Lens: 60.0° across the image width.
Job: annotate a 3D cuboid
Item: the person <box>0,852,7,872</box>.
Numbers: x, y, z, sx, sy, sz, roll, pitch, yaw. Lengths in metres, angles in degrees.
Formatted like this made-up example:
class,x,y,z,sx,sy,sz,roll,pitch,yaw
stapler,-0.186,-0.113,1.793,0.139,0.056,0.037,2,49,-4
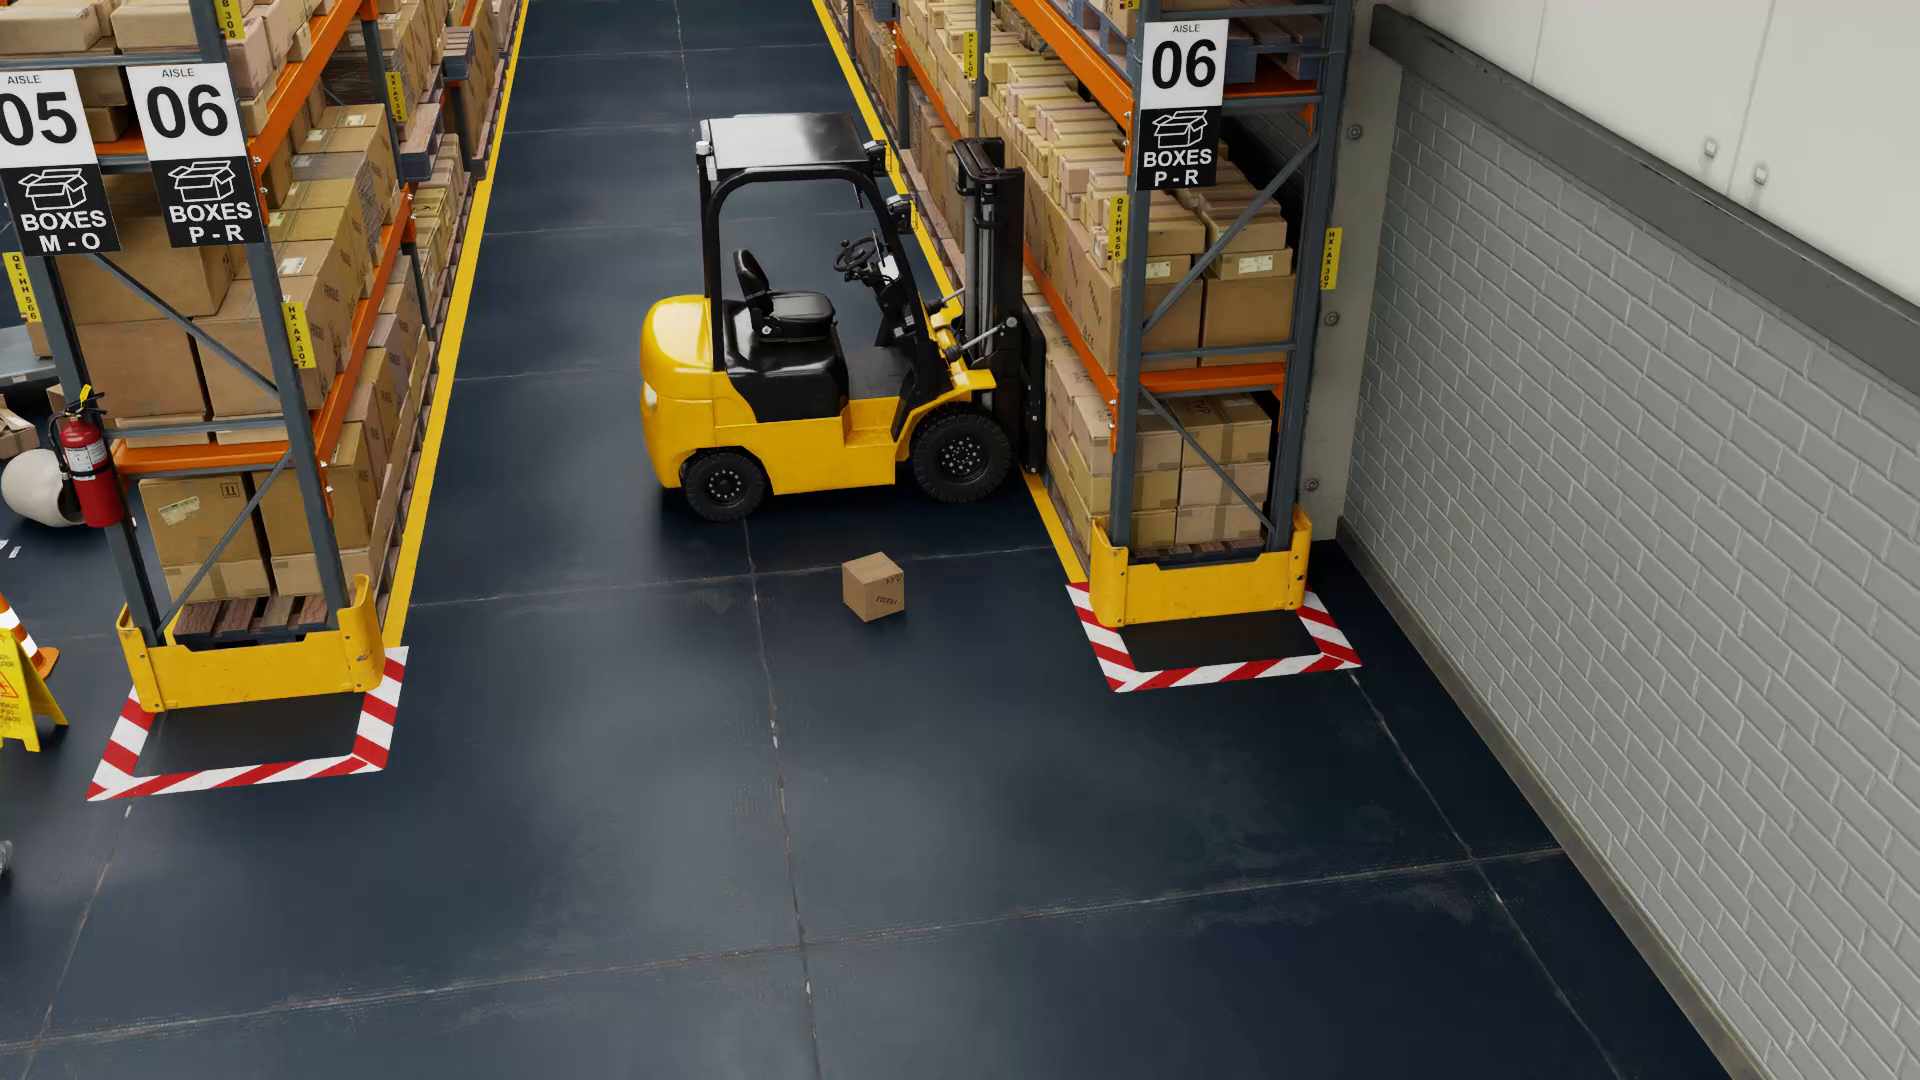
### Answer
class,x,y,z,sx,sy,sz,roll,pitch,yaw
person,-4.409,0.782,6.781,0.489,1.800,0.542,-9,32,-15
